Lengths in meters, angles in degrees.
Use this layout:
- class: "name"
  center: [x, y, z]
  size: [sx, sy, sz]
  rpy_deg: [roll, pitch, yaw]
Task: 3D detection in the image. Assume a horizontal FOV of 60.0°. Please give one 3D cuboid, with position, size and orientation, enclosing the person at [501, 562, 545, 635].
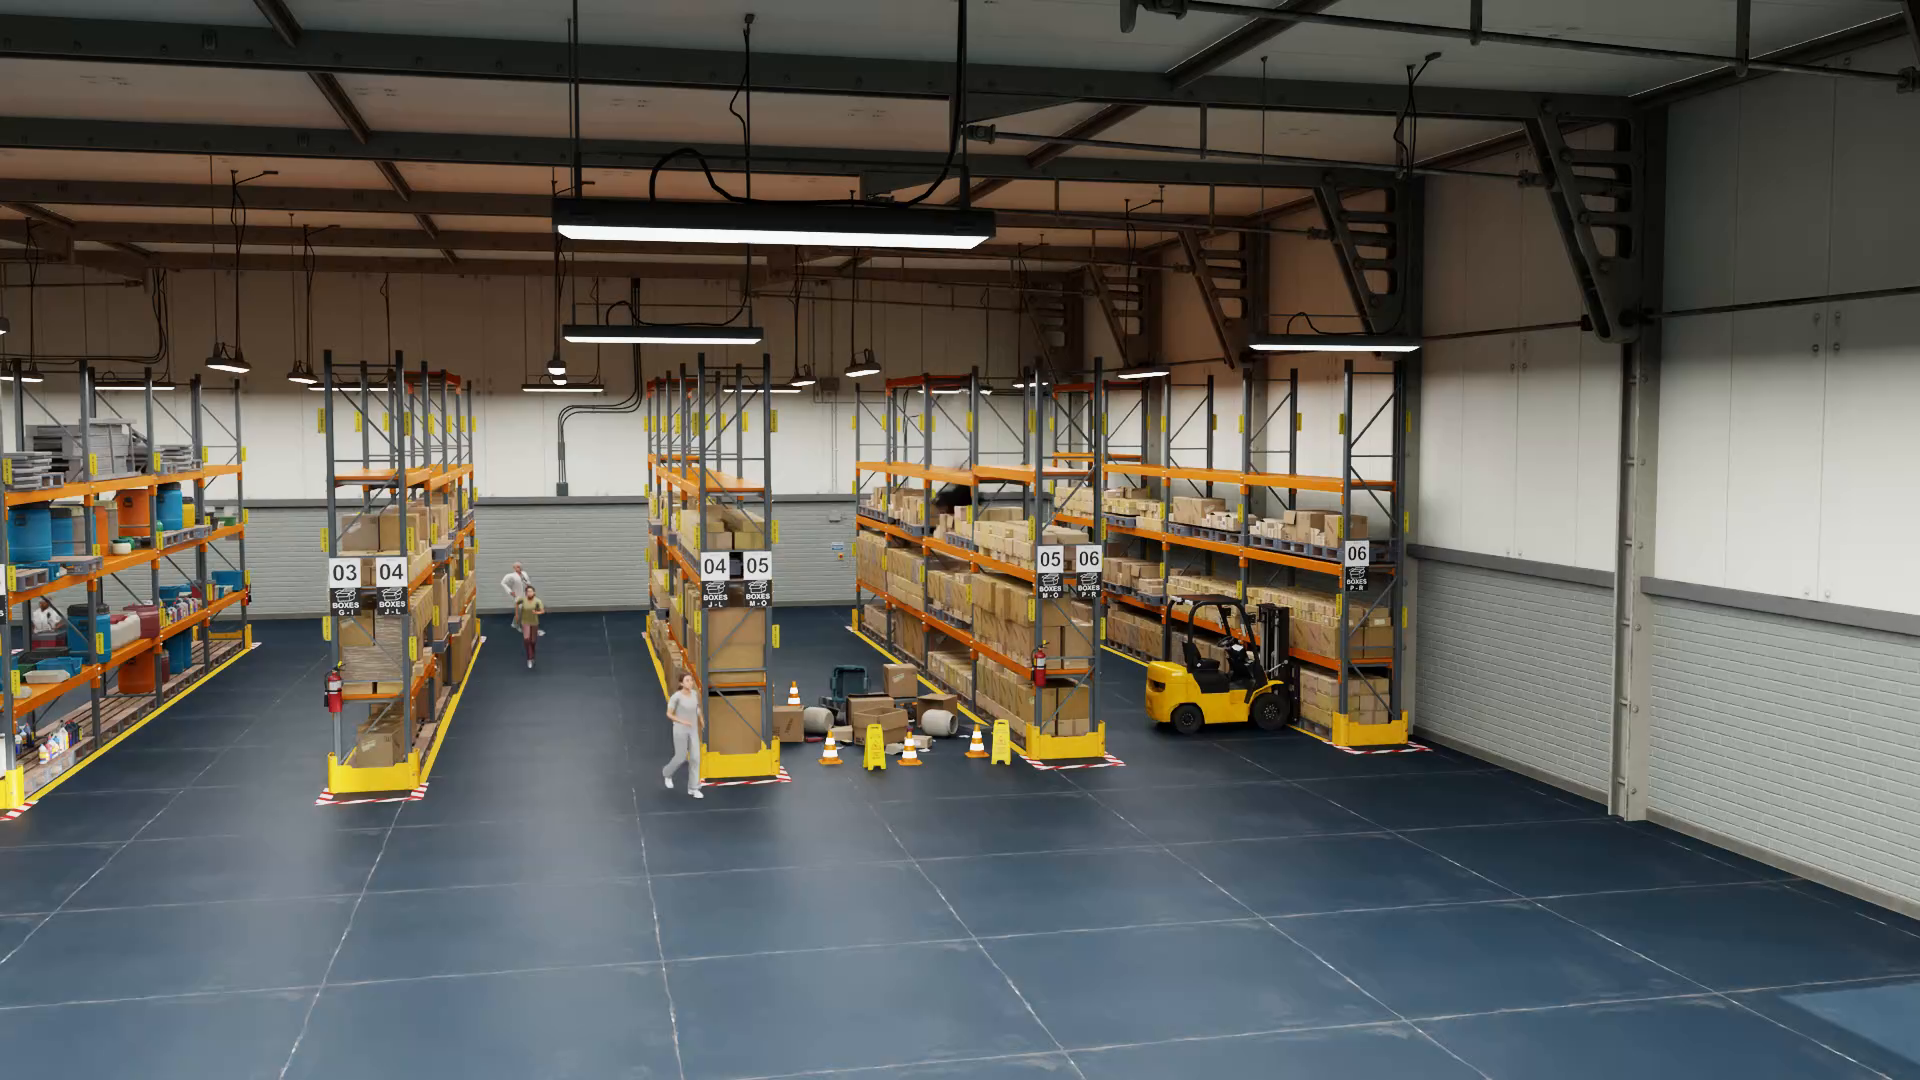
- class: "person"
  center: [-10.392, 1.389, 39.309]
  size: [0.984, 1.749, 0.734]
  rpy_deg: [2, 4, 27]

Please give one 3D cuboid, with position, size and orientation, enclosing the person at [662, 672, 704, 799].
- class: "person"
  center: [-3.722, 2.610, 22.488]
  size: [0.589, 1.676, 0.823]
  rpy_deg: [-4, 5, -43]

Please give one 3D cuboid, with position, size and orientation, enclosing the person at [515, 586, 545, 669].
- class: "person"
  center: [-8.889, 1.784, 34.404]
  size: [0.599, 1.691, 0.817]
  rpy_deg: [-1, 4, -13]

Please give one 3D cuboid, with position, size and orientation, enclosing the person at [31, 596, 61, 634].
- class: "person"
  center: [-17.803, 1.916, 32.360]
  size: [0.585, 1.695, 0.688]
  rpy_deg: [-1, 4, -13]
